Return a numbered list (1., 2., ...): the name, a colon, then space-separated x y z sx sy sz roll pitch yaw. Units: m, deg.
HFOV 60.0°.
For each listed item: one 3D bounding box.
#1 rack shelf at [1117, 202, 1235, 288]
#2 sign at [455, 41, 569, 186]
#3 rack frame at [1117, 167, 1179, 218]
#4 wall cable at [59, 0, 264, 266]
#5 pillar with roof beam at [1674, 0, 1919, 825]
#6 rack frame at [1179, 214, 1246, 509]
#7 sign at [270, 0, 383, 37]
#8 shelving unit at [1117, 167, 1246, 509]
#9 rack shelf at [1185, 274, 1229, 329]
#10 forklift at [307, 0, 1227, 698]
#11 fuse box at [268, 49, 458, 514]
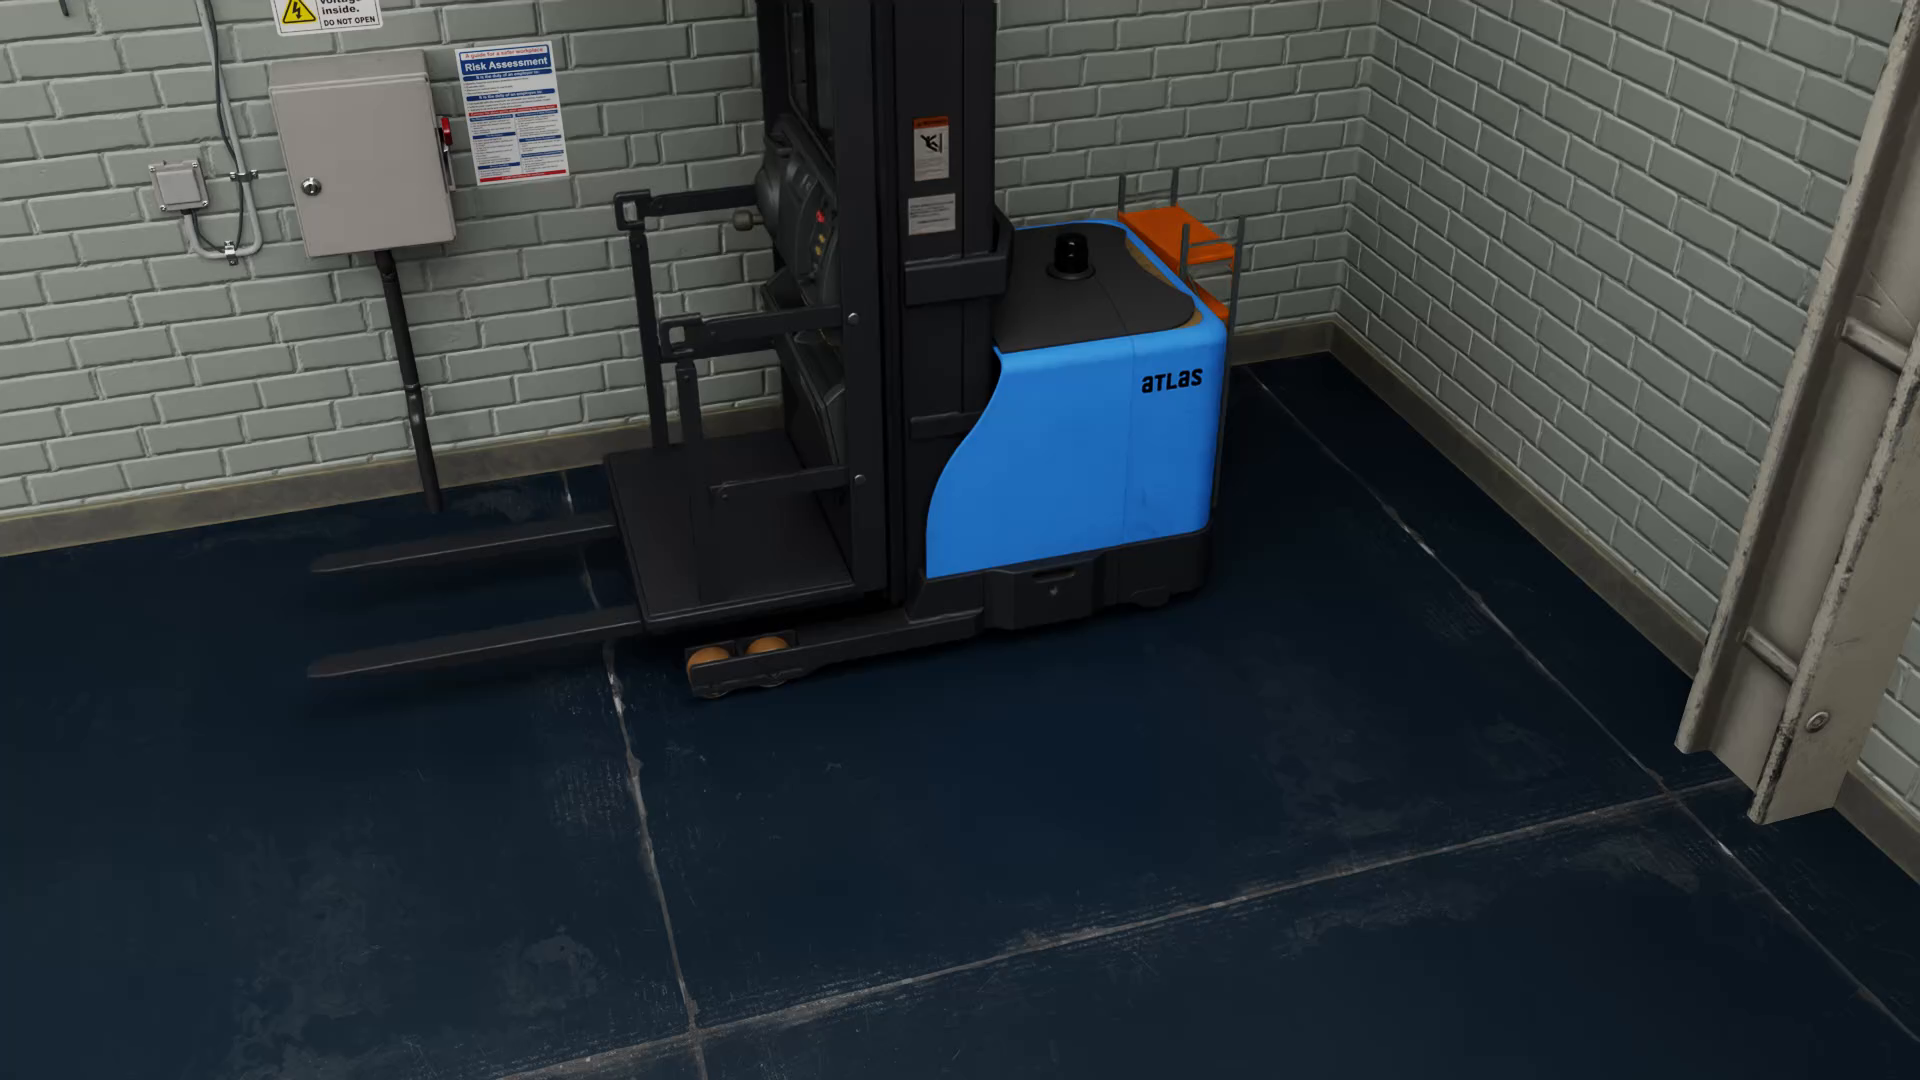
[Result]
1. rack shelf: 0.790 -1.060 6.053 0.258 0.148 0.480 -12 35 -18
2. sign: -1.584 -1.511 5.902 0.329 0.494 0.001 -10 35 -15
3. rack frame: 0.699 -0.857 6.458 0.240 1.200 0.015 -12 35 -18
4. wall cable: -2.689 -1.751 5.257 0.588 1.984 0.122 -10 35 -15
5. pillar with roof beam: -1.632 -2.308 1.581 9.100 9.000 0.400 -10 35 -15
6. rack frame: 0.880 -0.607 6.080 0.240 1.200 0.015 -12 35 -18
7. sign: -2.107 -1.803 5.508 0.339 0.242 0.001 -10 35 -15
8. shelving unit: 0.790 -0.732 6.269 0.258 1.200 0.503 -12 35 -18
9. rack shelf: 0.790 -0.862 6.183 0.258 0.148 0.480 -12 35 -18
10. forklift: -0.692 -1.030 5.150 3.031 2.935 1.130 -10 35 -14
11. fuse box: -1.991 -0.821 5.941 0.539 1.711 0.414 -10 35 -15
